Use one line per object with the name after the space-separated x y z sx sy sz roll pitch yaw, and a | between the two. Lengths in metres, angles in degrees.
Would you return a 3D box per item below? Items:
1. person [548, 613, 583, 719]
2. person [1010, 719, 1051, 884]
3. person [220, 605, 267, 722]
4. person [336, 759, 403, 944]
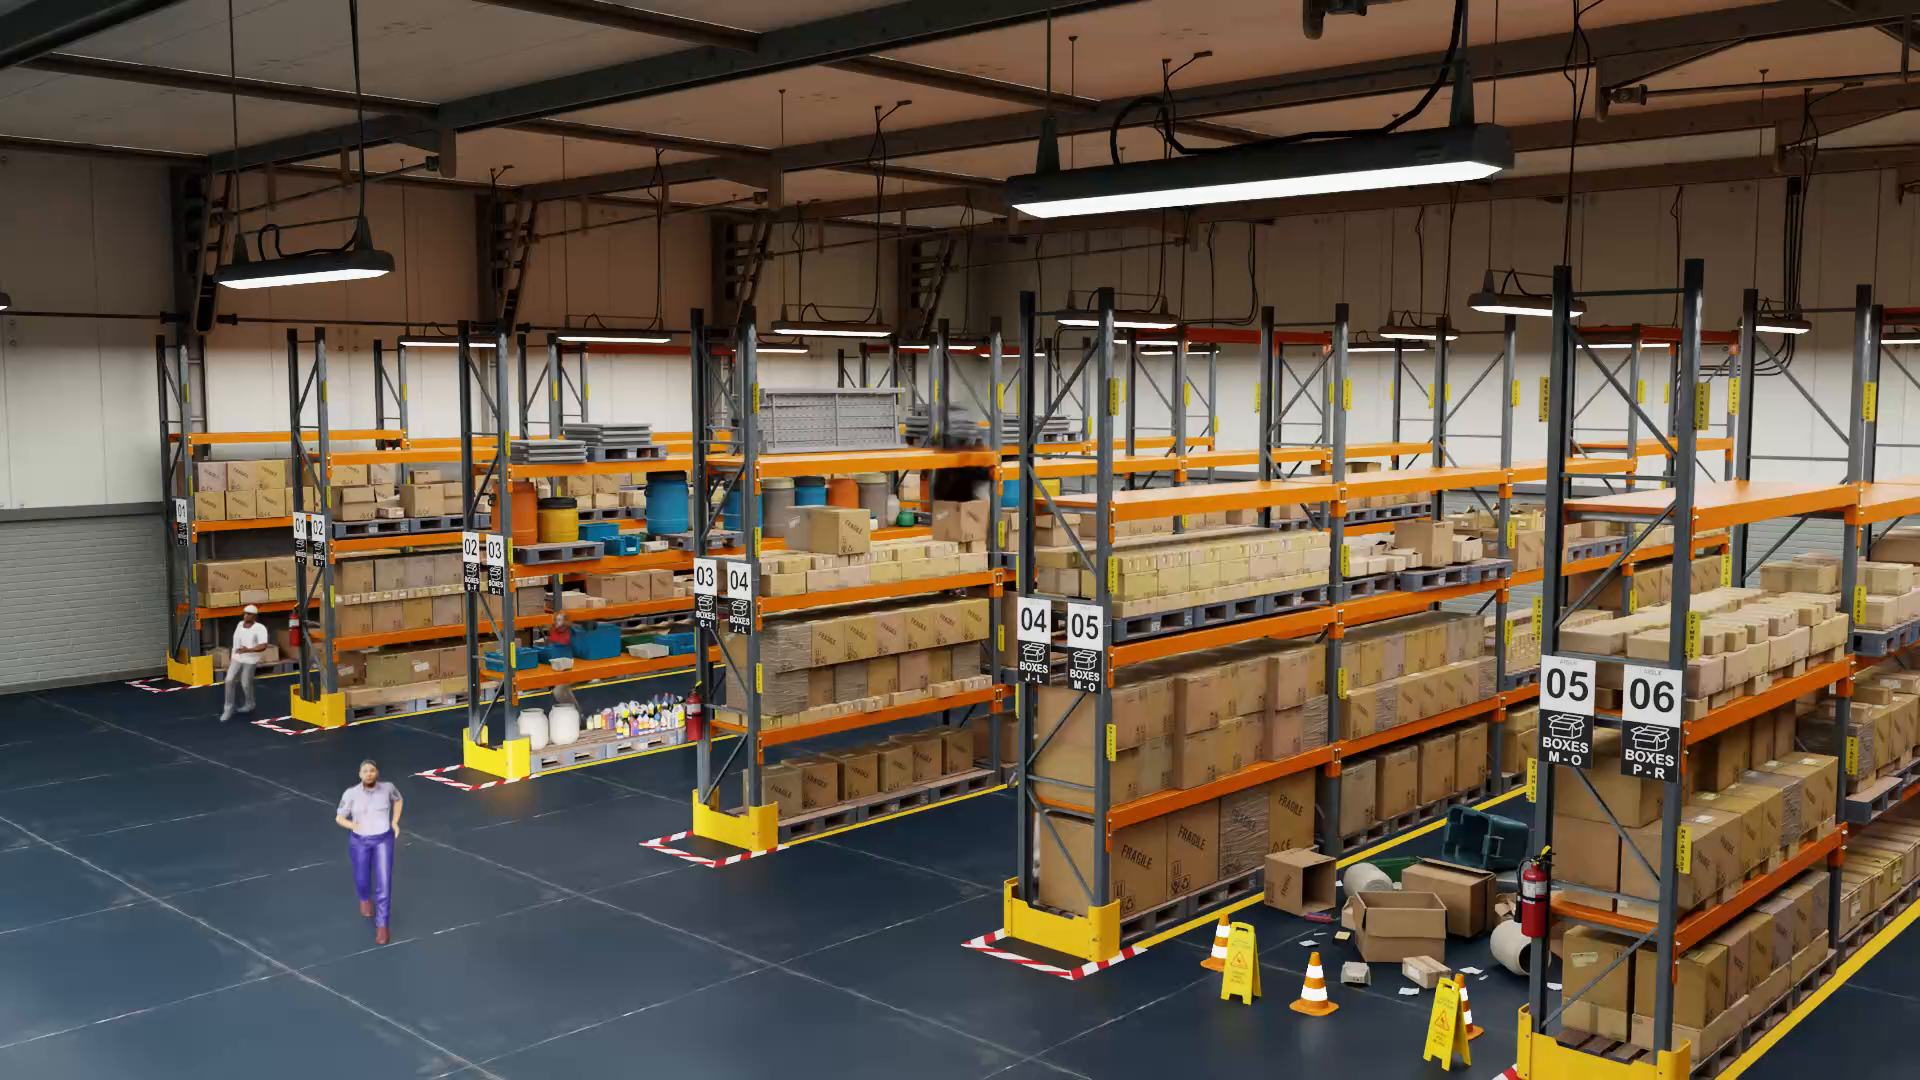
-5.966 1.982 24.983 0.638 1.786 0.767 4 7 36 | person
0.864 2.664 17.279 0.658 1.751 0.871 4 7 36 | person
-11.024 1.876 25.662 0.714 1.758 0.801 1 5 6 | person
-5.537 2.860 15.640 0.606 1.633 0.784 -2 6 -22 | person
